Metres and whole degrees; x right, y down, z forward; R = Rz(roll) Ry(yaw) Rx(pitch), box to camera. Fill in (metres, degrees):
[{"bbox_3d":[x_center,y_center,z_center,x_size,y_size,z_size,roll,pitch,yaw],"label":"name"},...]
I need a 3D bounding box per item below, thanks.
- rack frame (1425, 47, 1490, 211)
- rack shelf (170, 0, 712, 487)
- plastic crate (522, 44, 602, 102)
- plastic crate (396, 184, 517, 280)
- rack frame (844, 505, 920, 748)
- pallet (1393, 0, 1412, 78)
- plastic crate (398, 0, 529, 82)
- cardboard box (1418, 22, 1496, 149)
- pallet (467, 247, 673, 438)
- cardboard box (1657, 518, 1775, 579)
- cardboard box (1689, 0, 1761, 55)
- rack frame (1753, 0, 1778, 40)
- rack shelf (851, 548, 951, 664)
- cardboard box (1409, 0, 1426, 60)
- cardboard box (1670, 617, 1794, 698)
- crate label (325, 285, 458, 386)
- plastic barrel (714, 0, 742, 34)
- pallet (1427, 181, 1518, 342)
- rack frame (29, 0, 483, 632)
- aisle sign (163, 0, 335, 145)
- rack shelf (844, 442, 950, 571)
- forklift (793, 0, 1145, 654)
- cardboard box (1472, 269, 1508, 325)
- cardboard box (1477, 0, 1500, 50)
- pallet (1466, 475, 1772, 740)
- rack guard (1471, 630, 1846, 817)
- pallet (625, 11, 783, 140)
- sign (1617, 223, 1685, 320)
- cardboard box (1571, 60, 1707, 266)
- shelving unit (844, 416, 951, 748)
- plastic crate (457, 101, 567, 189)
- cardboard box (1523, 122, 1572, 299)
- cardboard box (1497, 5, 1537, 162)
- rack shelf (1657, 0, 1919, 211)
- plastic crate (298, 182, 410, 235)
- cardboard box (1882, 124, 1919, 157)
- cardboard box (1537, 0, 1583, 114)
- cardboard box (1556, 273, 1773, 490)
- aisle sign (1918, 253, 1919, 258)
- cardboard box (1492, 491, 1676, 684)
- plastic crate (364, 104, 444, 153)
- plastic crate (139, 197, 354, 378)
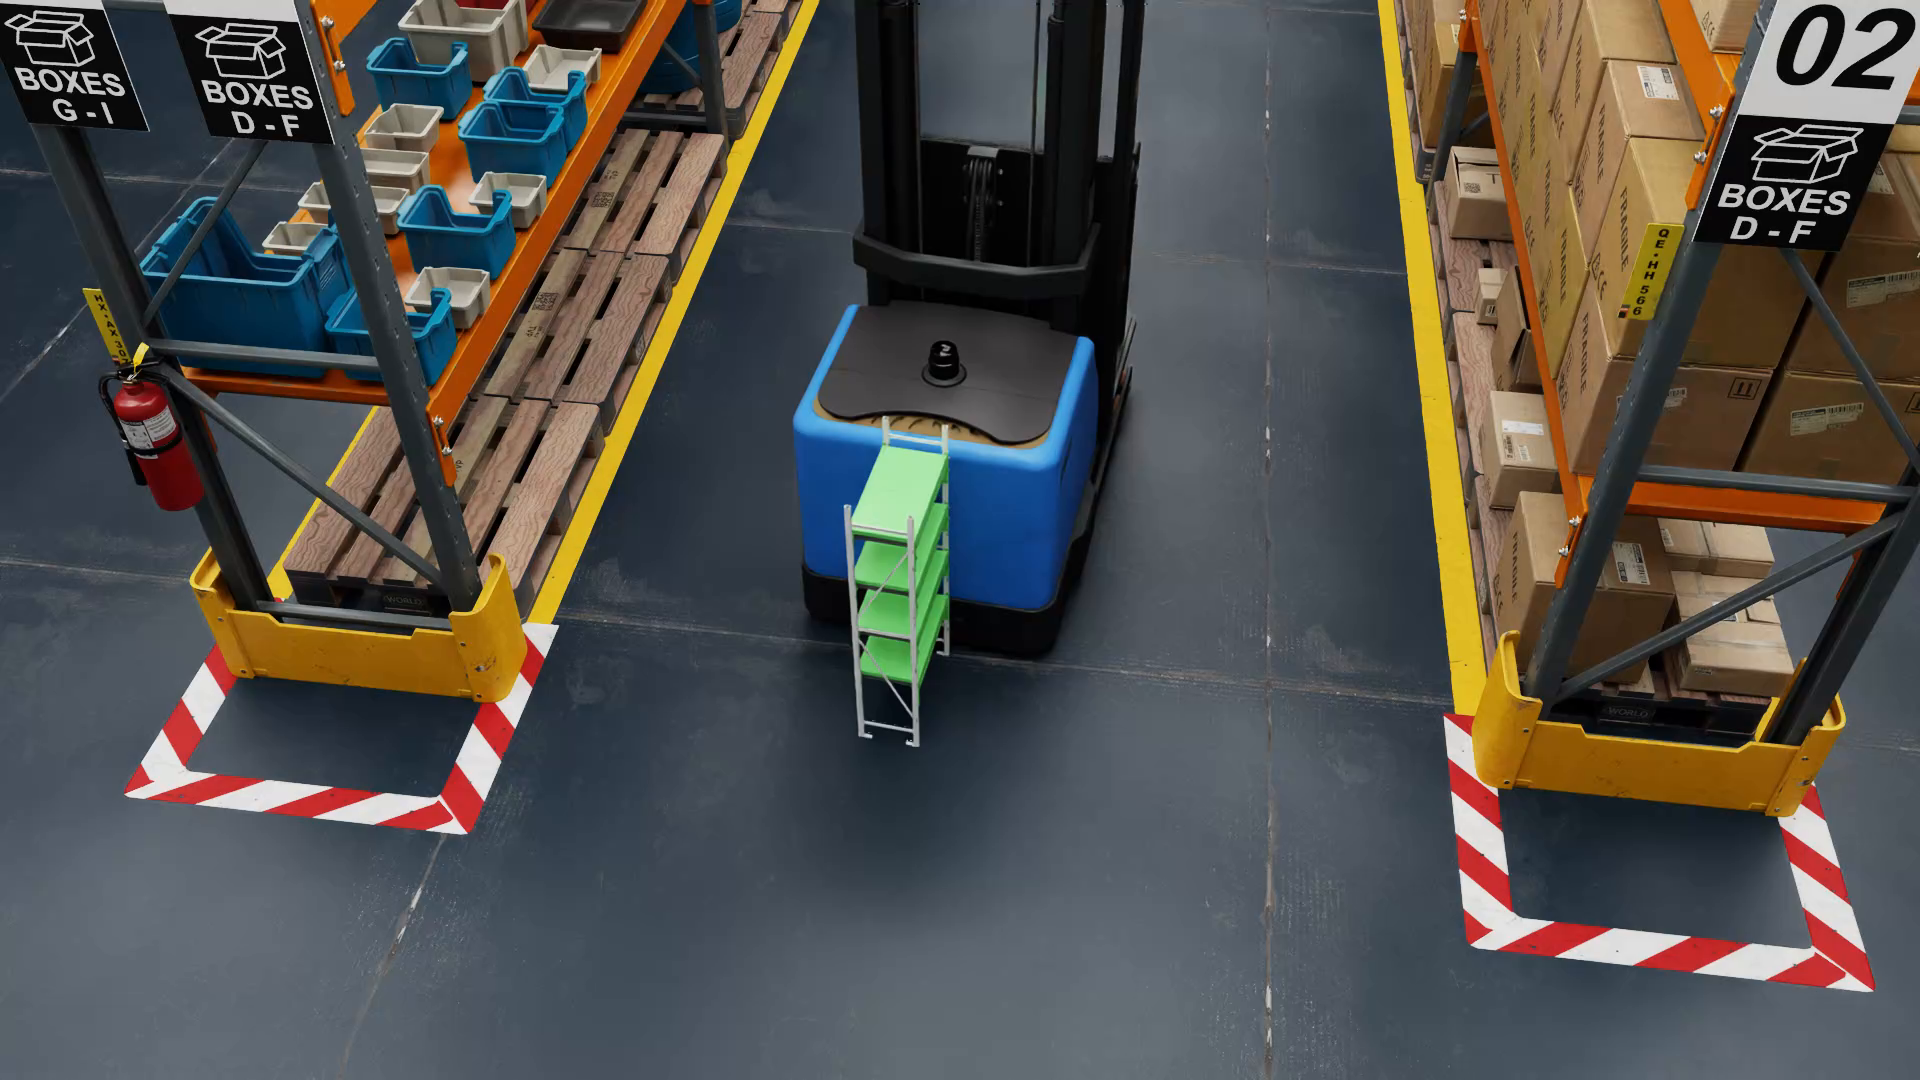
[{"bbox_3d":[3.074,-2.900,8.131,1.000,3.000,0.127,5,44,6],"label":"rack frame"},{"bbox_3d":[-2.100,-1.729,7.417,1.077,0.370,4.000,5,44,6],"label":"rack shelf"},{"bbox_3d":[-1.767,-2.065,7.397,0.293,0.136,0.466,5,44,6],"label":"plastic crate"},{"bbox_3d":[-1.918,-1.175,6.387,0.416,0.233,0.300,5,44,6],"label":"plastic crate"},{"bbox_3d":[-0.274,0.340,6.018,0.240,1.200,0.015,9,44,10],"label":"rack frame"},{"bbox_3d":[3.303,-3.279,10.560,1.003,0.211,1.213,5,44,6],"label":"pallet"},{"bbox_3d":[-2.220,-2.308,7.548,0.437,0.282,0.530,5,44,6],"label":"plastic crate"},{"bbox_3d":[2.855,-2.515,9.222,0.500,0.500,0.500,5,44,5],"label":"cardboard box"},{"bbox_3d":[-2.053,-1.002,8.155,1.003,0.211,1.213,5,44,6],"label":"pallet"},{"bbox_3d":[2.965,-0.021,6.770,0.500,0.250,0.500,5,44,6],"label":"cardboard box"},{"bbox_3d":[2.352,-1.583,4.668,0.500,0.250,0.500,5,44,6],"label":"cardboard box"},{"bbox_3d":[2.545,-2.352,3.190,1.000,3.000,0.127,5,44,6],"label":"rack frame"},{"bbox_3d":[-0.217,0.223,6.235,0.258,0.148,0.480,9,44,10],"label":"rack shelf"},{"bbox_3d":[2.996,-3.192,9.938,0.500,0.500,0.500,6,44,6],"label":"cardboard box"},{"bbox_3d":[2.941,0.447,6.350,0.380,0.149,0.250,5,44,6],"label":"cardboard box"},{"bbox_3d":[-2.005,-0.726,5.913,0.416,0.233,0.303,5,44,6],"label":"crate label"},{"bbox_3d":[-1.653,-3.595,10.086,0.600,0.901,0.708,5,44,6],"label":"plastic barrel"},{"bbox_3d":[2.983,-1.420,8.596,1.003,0.211,1.213,5,44,6],"label":"pallet"},{"bbox_3d":[-2.364,-0.627,5.730,1.000,3.000,0.127,5,44,6],"label":"rack frame"},{"bbox_3d":[-2.079,-1.495,4.756,0.394,0.787,0.004,5,44,6],"label":"aisle sign"},{"bbox_3d":[-0.217,-0.126,5.905,0.258,0.148,0.480,9,44,10],"label":"rack shelf"},{"bbox_3d":[0.200,-1.637,6.848,1.130,2.935,3.031,9,44,10],"label":"forklift"},{"bbox_3d":[2.700,-1.174,8.049,0.380,0.166,0.250,5,44,6],"label":"cardboard box"},{"bbox_3d":[2.737,-2.614,7.756,0.500,0.500,0.500,6,44,7],"label":"cardboard box"},{"bbox_3d":[2.660,0.243,6.840,1.003,0.211,1.213,5,44,6],"label":"pallet"},{"bbox_3d":[2.556,0.682,6.166,1.175,0.500,0.348,5,44,6],"label":"rack guard"},{"bbox_3d":[-1.692,-2.862,10.120,1.003,0.211,1.213,5,44,6],"label":"pallet"},{"bbox_3d":[1.998,-0.773,4.813,0.100,0.325,0.005,5,44,6],"label":"sign"},{"bbox_3d":[2.398,-1.246,5.584,0.500,0.500,0.500,6,44,7],"label":"cardboard box"},{"bbox_3d":[-0.217,0.177,6.191,0.258,1.200,0.503,9,44,10],"label":"shelving unit"},{"bbox_3d":[-1.831,-1.624,6.861,0.416,0.233,0.300,5,44,6],"label":"plastic crate"},{"bbox_3d":[2.471,-1.234,6.299,0.500,0.500,0.500,6,44,6],"label":"cardboard box"},{"bbox_3d":[2.604,-1.924,7.027,0.500,0.500,0.500,5,44,5],"label":"cardboard box"},{"bbox_3d":[2.810,-2.365,5.908,1.077,0.370,4.000,5,44,6],"label":"rack shelf"},{"bbox_3d":[-2.383,-1.321,6.612,0.396,0.136,0.243,5,44,6],"label":"plastic crate"},{"bbox_3d":[2.927,-1.209,5.545,0.500,0.500,0.500,6,44,6],"label":"cardboard box"},{"bbox_3d":[2.530,-1.950,6.328,0.500,0.500,0.500,6,44,7],"label":"cardboard box"},{"bbox_3d":[2.335,-0.540,5.566,0.500,0.500,0.500,6,44,7],"label":"cardboard box"},{"bbox_3d":[2.828,-1.045,4.281,0.394,0.787,0.004,5,44,6],"label":"aisle sign"},{"bbox_3d":[2.373,0.181,6.375,0.500,0.500,0.500,5,44,6],"label":"cardboard box"},{"bbox_3d":[-2.350,-1.717,7.030,0.298,0.136,0.250,5,44,6],"label":"plastic crate"},{"bbox_3d":[-2.505,-0.907,5.957,0.616,0.435,0.499,5,44,6],"label":"plastic crate"}]
